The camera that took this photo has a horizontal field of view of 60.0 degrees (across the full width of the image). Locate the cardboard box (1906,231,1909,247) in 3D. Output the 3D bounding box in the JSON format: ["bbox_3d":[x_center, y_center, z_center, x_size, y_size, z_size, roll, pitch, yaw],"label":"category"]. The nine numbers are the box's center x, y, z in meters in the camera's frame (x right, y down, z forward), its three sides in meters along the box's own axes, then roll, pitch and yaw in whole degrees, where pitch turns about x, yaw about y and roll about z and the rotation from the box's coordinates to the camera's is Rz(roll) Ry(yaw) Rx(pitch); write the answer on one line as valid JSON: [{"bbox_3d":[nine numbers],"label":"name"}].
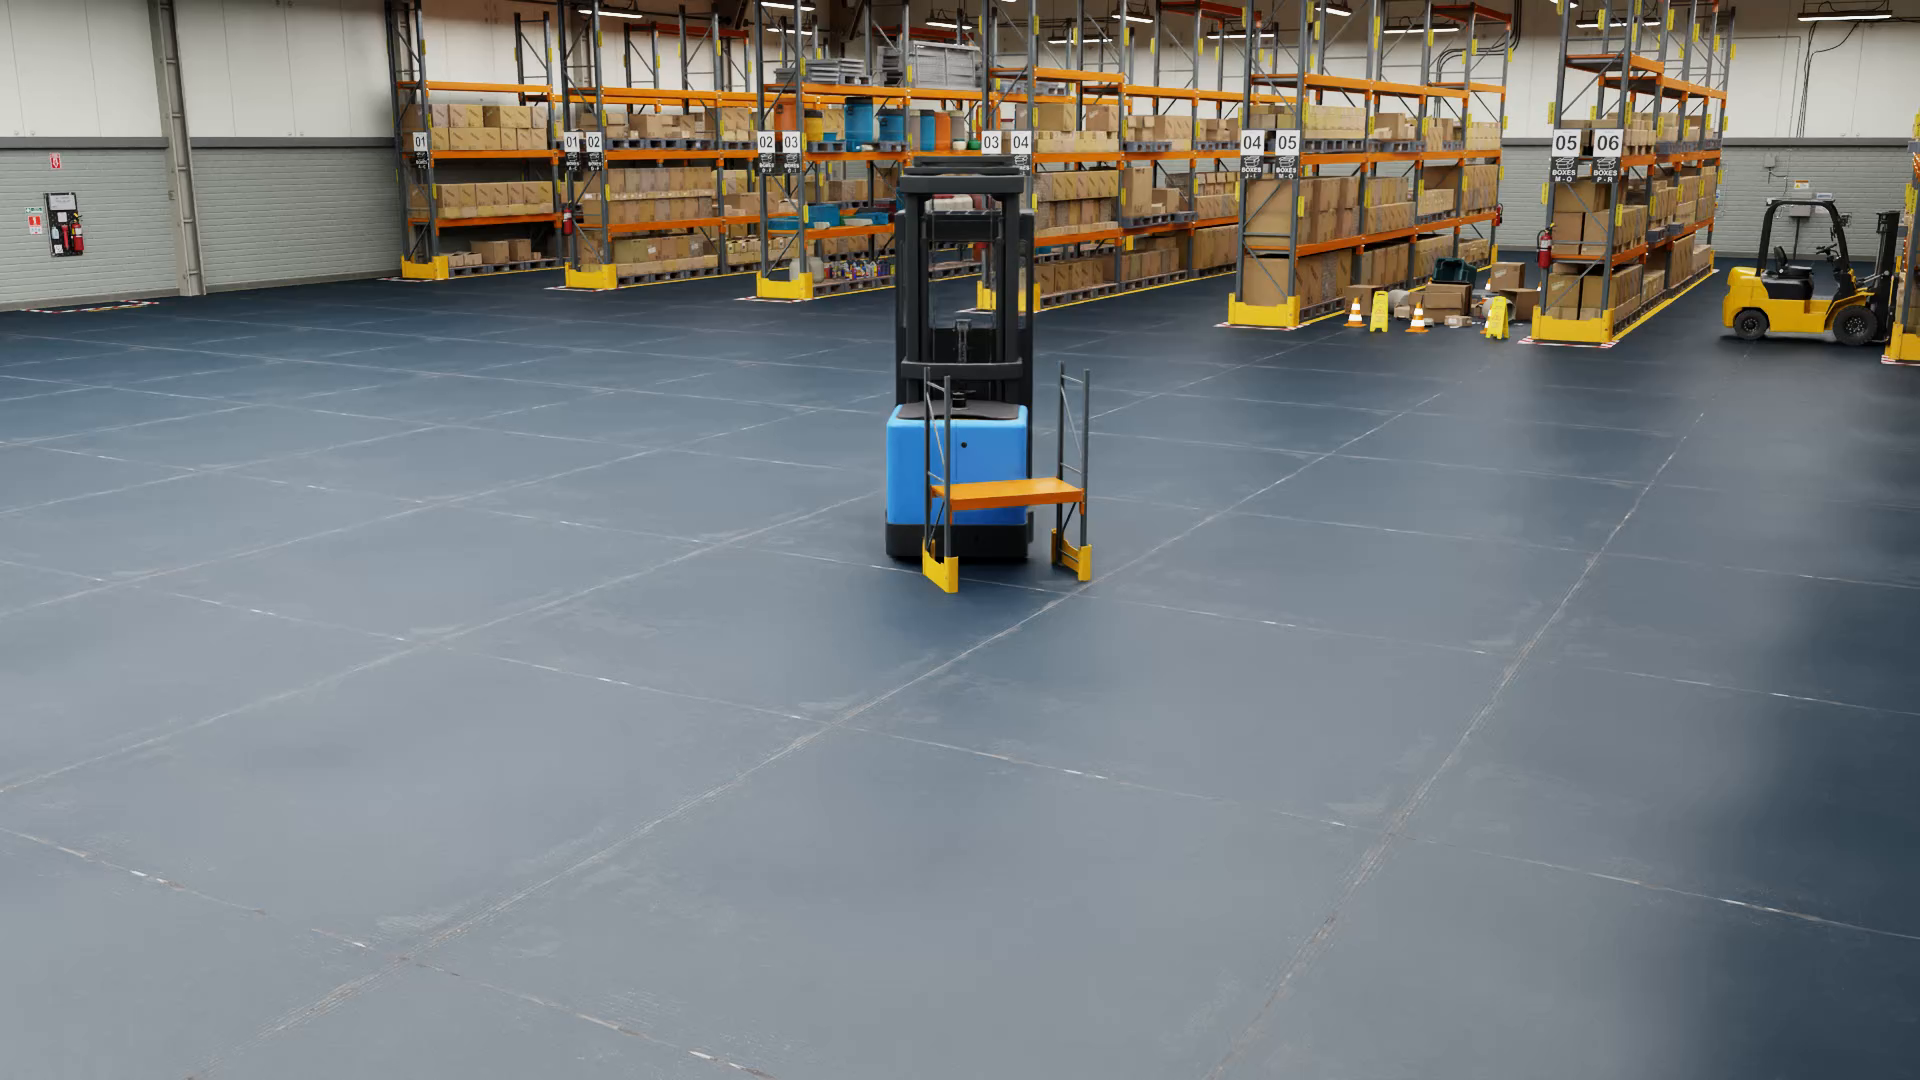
[{"bbox_3d":[16.069,-5.004,27.709,0.500,0.250,0.500,7,15,28],"label":"cardboard box"}]

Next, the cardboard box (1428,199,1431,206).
[{"bbox_3d":[9.929,-7.279,35.833,0.380,0.149,0.250,7,15,28],"label":"cardboard box"}]

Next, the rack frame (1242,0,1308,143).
[{"bbox_3d":[5.154,-8.038,27.172,1.000,3.000,0.127,7,15,28],"label":"rack frame"}]

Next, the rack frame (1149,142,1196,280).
[{"bbox_3d":[4.728,-7.345,37.100,1.000,3.000,0.127,7,15,28],"label":"rack frame"}]

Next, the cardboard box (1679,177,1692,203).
[{"bbox_3d":[14.597,-7.141,33.907,0.500,0.500,0.500,8,16,29],"label":"cardboard box"}]

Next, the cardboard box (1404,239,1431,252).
[{"bbox_3d":[9.811,-6.334,35.744,0.500,0.250,0.500,7,15,27],"label":"cardboard box"}]

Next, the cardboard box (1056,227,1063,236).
[{"bbox_3d":[1.708,-5.816,31.294,0.380,0.149,0.250,7,15,28],"label":"cardboard box"}]

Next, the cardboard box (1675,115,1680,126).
[{"bbox_3d":[15.960,-9.084,36.585,0.797,0.503,0.637,9,16,32],"label":"cardboard box"}]

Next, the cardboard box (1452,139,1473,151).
[{"bbox_3d":[11.409,-9.033,38.023,0.500,0.250,0.500,8,16,31],"label":"cardboard box"}]

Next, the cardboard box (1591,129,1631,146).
[{"bbox_3d":[10.012,-6.184,25.569,0.500,0.250,0.500,7,15,27],"label":"cardboard box"}]

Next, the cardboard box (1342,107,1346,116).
[{"bbox_3d":[6.579,-7.548,29.268,0.380,0.149,0.250,7,15,27],"label":"cardboard box"}]

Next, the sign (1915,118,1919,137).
[{"bbox_3d":[17.276,-7.432,29.958,0.100,0.325,0.005,7,15,28],"label":"sign"}]

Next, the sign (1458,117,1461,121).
[{"bbox_3d":[12.413,-10.348,41.292,0.100,0.325,0.005,7,15,28],"label":"sign"}]

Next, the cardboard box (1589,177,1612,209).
[{"bbox_3d":[10.362,-5.696,27.277,0.700,0.500,0.500,7,15,28],"label":"cardboard box"}]

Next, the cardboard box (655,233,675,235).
[{"bbox_3d":[-6.609,-6.716,37.864,0.500,0.500,0.500,7,15,28],"label":"cardboard box"}]

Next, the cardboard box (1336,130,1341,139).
[{"bbox_3d":[6.454,-7.106,29.137,0.380,0.149,0.250,7,15,28],"label":"cardboard box"}]

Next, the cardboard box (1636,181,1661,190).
[{"bbox_3d":[12.441,-6.405,30.074,0.380,0.149,0.250,8,16,31],"label":"cardboard box"}]

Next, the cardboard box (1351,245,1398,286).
[{"bbox_3d":[8.228,-5.578,33.676,1.050,0.750,0.750,8,16,29],"label":"cardboard box"}]

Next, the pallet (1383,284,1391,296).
[{"bbox_3d":[7.983,-5.004,33.340,1.003,0.211,1.213,7,15,28],"label":"pallet"}]

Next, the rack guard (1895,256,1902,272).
[{"bbox_3d":[21.581,-6.071,37.150,1.175,0.500,0.348,7,15,28],"label":"rack guard"}]

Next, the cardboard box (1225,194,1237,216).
[{"bbox_3d":[6.183,-7.879,39.101,0.500,0.500,0.500,7,15,27],"label":"cardboard box"}]

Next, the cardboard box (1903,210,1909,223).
[{"bbox_3d":[17.977,-6.045,31.132,0.500,0.250,0.500,7,15,25],"label":"cardboard box"}]

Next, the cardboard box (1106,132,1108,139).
[{"bbox_3d":[2.681,-7.960,32.719,0.380,0.149,0.250,8,15,29],"label":"cardboard box"}]

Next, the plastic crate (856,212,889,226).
[{"bbox_3d":[-1.839,-6.755,34.972,0.499,0.251,0.616,7,15,28],"label":"plastic crate"}]

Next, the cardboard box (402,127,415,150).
[{"bbox_3d":[-12.168,-9.018,37.384,0.500,0.500,0.500,9,16,32],"label":"cardboard box"}]

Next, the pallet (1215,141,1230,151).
[{"bbox_3d":[5.531,-9.079,38.297,1.003,0.211,1.213,8,16,31],"label":"pallet"}]

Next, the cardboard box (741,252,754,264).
[{"bbox_3d":[-5.216,-6.674,39.289,0.500,0.250,0.500,8,16,29],"label":"cardboard box"}]

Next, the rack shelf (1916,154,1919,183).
[{"bbox_3d":[14.849,-5.538,24.740,1.077,0.370,4.000,7,15,28],"label":"rack shelf"}]

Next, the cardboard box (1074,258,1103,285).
[{"bbox_3d":[2.566,-5.436,33.619,0.500,0.500,0.500,7,15,26],"label":"cardboard box"}]

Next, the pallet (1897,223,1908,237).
[{"bbox_3d":[18.016,-5.714,30.746,1.213,0.211,1.003,7,15,28],"label":"pallet"}]

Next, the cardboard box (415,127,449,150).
[{"bbox_3d":[-11.767,-8.944,37.077,0.500,0.500,0.500,8,16,30],"label":"cardboard box"}]

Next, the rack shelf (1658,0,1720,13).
[{"bbox_3d":[14.370,-10.815,33.137,1.077,0.370,4.000,7,15,28],"label":"rack shelf"}]

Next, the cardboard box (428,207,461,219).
[{"bbox_3d":[-11.634,-7.388,37.557,0.500,0.250,0.500,7,15,26],"label":"cardboard box"}]

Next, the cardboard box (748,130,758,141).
[{"bbox_3d":[-4.898,-9.622,39.570,0.500,0.250,0.500,6,15,23],"label":"cardboard box"}]

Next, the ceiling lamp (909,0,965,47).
[{"bbox_3d":[-0.905,-16.689,50.602,2.000,3.185,0.800,7,15,28],"label":"ceiling lamp"}]

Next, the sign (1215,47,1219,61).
[{"bbox_3d":[6.188,-11.681,39.955,0.100,0.325,0.005,7,15,28],"label":"sign"}]

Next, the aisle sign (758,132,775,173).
[{"bbox_3d":[-3.770,-7.548,32.394,0.394,0.787,0.004,7,15,28],"label":"aisle sign"}]

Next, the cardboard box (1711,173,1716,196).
[{"bbox_3d":[17.019,-8.162,38.142,0.500,0.500,0.500,7,15,28],"label":"cardboard box"}]

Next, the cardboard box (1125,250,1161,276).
[{"bbox_3d":[3.896,-5.972,35.798,0.700,0.500,0.500,9,16,33],"label":"cardboard box"}]

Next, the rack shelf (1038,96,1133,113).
[{"bbox_3d":[3.293,-11.510,43.962,1.077,0.370,4.000,7,15,28],"label":"rack shelf"}]

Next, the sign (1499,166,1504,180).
[{"bbox_3d":[13.364,-9.053,41.041,0.100,0.325,0.005,7,15,28],"label":"sign"}]

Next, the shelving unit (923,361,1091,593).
[{"bbox_3d":[0.331,-0.466,11.765,1.083,1.500,0.587,-5,14,-18],"label":"shelving unit"}]

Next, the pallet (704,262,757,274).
[{"bbox_3d":[-5.554,-6.448,39.327,1.003,0.211,1.213,7,15,28],"label":"pallet"}]

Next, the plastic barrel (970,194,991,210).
[{"bbox_3d":[0.433,-7.843,38.875,0.600,0.536,0.708,7,15,28],"label":"plastic barrel"}]

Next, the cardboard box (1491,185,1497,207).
[{"bbox_3d":[12.896,-8.476,40.942,0.500,0.500,0.500,8,16,29],"label":"cardboard box"}]

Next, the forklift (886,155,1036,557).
[{"bbox_3d":[0.049,-1.586,13.360,1.130,2.935,3.031,1,14,3],"label":"forklift"}]

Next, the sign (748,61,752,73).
[{"bbox_3d":[-5.866,-13.199,46.421,0.100,0.325,0.005,7,15,28],"label":"sign"}]

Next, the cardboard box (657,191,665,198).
[{"bbox_3d":[-6.688,-7.562,36.404,0.380,0.149,0.250,8,15,29],"label":"cardboard box"}]

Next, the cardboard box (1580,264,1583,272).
[{"bbox_3d":[9.938,-4.456,27.105,0.380,0.149,0.250,8,16,29],"label":"cardboard box"}]

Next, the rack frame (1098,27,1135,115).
[{"bbox_3d":[4.259,-12.464,45.533,1.000,3.000,0.127,7,15,28],"label":"rack frame"}]

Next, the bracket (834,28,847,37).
[{"bbox_3d":[-3.755,-15.863,51.951,0.235,0.232,0.430,7,15,28],"label":"bracket"}]

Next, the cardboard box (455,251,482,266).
[{"bbox_3d":[-11.459,-6.543,38.571,0.500,0.311,0.500,9,16,33],"label":"cardboard box"}]

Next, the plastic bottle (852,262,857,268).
[{"bbox_3d":[-2.259,-5.811,35.620,0.097,0.271,0.097,0,14,0],"label":"plastic bottle"}]
